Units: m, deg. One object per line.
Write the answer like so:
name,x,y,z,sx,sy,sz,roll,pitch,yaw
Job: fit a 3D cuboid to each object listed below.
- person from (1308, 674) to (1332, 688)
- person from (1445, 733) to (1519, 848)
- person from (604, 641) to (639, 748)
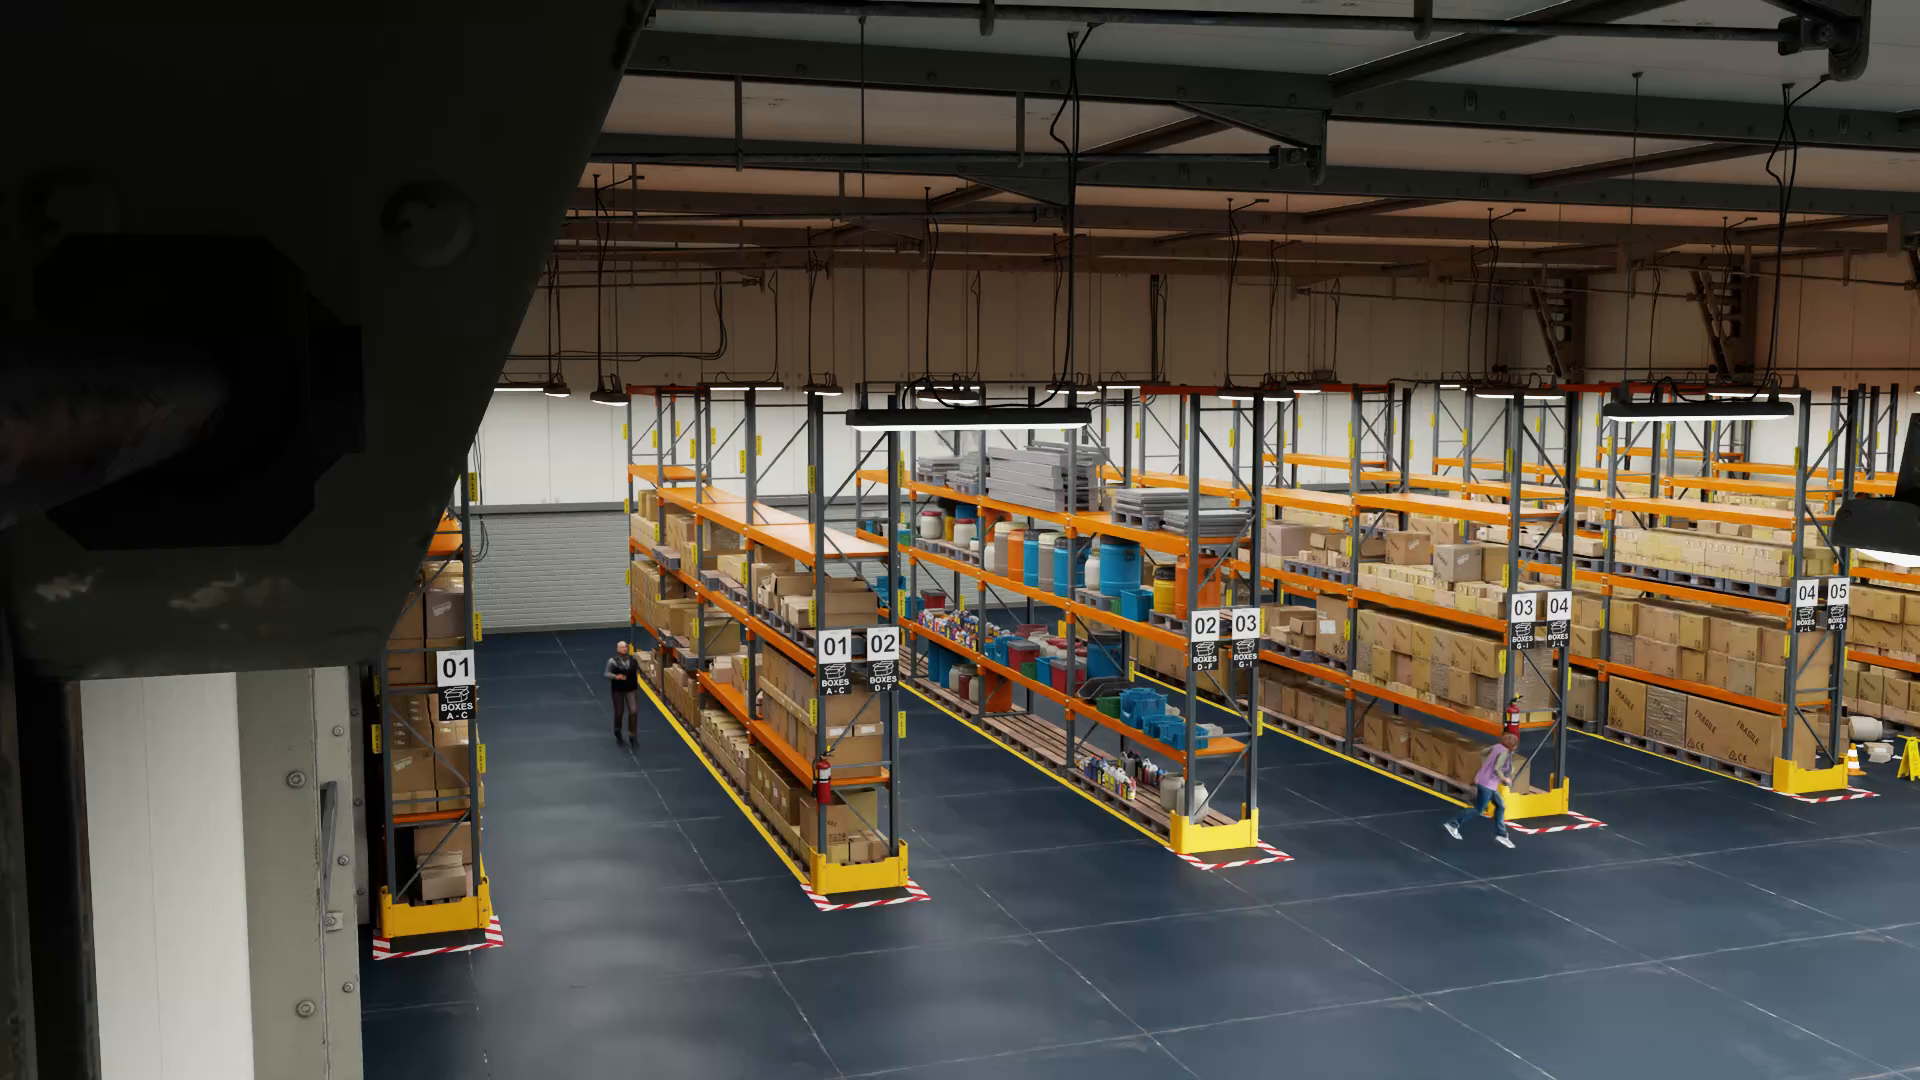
person,6.994,2.179,32.365,0.550,1.720,0.841,-2,6,-19
person,6.917,3.318,22.077,0.921,1.545,0.577,0,6,2
person,-5.680,2.579,28.010,0.644,1.772,0.805,-3,6,-24
